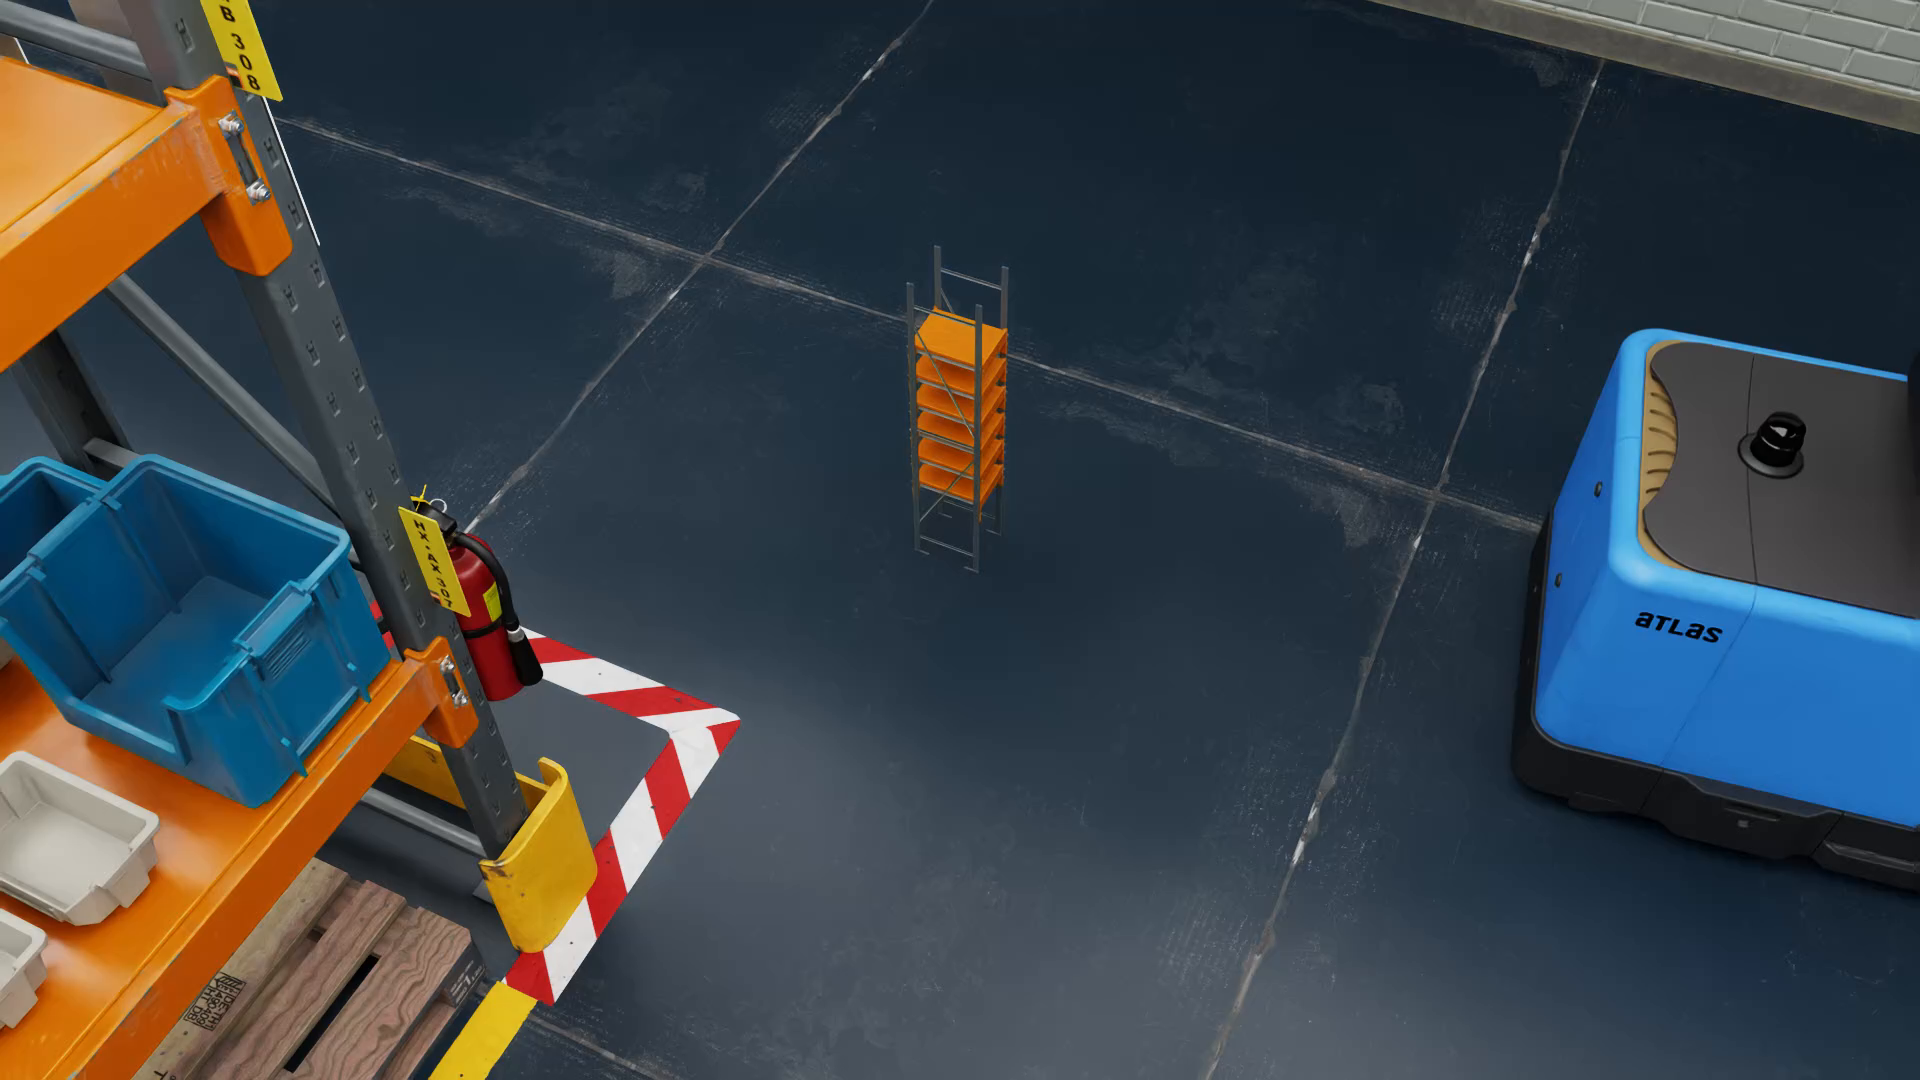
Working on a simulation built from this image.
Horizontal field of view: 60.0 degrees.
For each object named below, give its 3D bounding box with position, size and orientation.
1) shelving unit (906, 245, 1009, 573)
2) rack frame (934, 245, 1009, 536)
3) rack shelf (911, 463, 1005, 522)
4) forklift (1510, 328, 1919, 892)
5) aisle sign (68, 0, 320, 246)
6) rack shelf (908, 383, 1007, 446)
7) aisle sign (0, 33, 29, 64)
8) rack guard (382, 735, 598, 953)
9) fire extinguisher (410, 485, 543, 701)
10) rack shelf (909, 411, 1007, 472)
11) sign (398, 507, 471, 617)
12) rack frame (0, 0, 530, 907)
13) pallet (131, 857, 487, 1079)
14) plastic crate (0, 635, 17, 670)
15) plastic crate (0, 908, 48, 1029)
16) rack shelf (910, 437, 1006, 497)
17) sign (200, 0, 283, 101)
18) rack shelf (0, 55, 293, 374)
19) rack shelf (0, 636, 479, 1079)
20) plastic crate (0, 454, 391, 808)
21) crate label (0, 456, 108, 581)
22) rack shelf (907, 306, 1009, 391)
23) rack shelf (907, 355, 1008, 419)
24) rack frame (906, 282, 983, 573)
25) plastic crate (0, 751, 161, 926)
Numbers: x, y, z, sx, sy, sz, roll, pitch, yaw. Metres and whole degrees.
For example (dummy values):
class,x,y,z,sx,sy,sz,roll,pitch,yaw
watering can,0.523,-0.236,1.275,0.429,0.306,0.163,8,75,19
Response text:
class,x,y,z,sx,sy,sz,roll,pitch,yaw
shelving unit,-0.006,-0.379,5.285,0.258,1.200,0.189,20,52,16
rack frame,0.033,-0.442,5.338,0.240,1.200,0.006,20,52,16
rack shelf,-0.006,-0.195,5.501,0.258,0.103,0.180,20,52,16
forklift,3.257,-0.215,4.008,3.031,2.935,1.130,13,51,11
aisle sign,-1.353,-0.860,2.805,0.394,0.787,0.004,20,52,16
rack shelf,-0.006,-0.428,5.227,0.258,0.103,0.180,20,52,16
aisle sign,-1.887,-1.052,2.969,0.394,0.787,0.004,20,52,16
rack guard,-1.650,0.726,4.804,1.175,0.500,0.348,20,52,16
fire extinguisher,-1.174,0.126,3.969,0.296,0.674,0.183,20,52,16
rack shelf,-0.006,-0.350,5.318,0.258,0.103,0.180,20,52,16
sign,-1.145,0.051,3.630,0.100,0.325,0.005,20,52,16
rack frame,-1.649,-0.063,3.834,1.000,3.000,0.127,20,52,16
pallet,-2.036,1.395,4.424,1.003,0.211,1.213,20,52,16
plastic crate,-2.264,0.259,3.694,0.250,0.136,0.298,20,52,16
plastic crate,-1.971,0.818,3.218,0.396,0.136,0.243,20,52,16
rack shelf,-0.006,-0.272,5.410,0.258,0.103,0.180,20,52,16
sign,-1.145,-0.834,2.589,0.100,0.325,0.005,20,52,16
rack shelf,-2.503,0.575,1.794,1.077,0.370,4.000,20,52,16
rack shelf,-2.503,1.547,2.937,1.077,0.370,4.000,20,52,16
plastic crate,-1.623,0.197,3.550,0.616,0.435,0.499,20,52,16
crate label,-2.052,0.034,3.822,0.416,0.233,0.303,20,52,16
rack shelf,-0.006,-0.583,5.044,0.258,0.103,0.180,20,52,16
rack shelf,-0.006,-0.506,5.136,0.258,0.103,0.180,20,52,16
rack frame,-0.045,-0.316,5.231,0.240,1.200,0.006,20,52,16
plastic crate,-1.834,0.623,3.384,0.396,0.136,0.243,20,52,16
